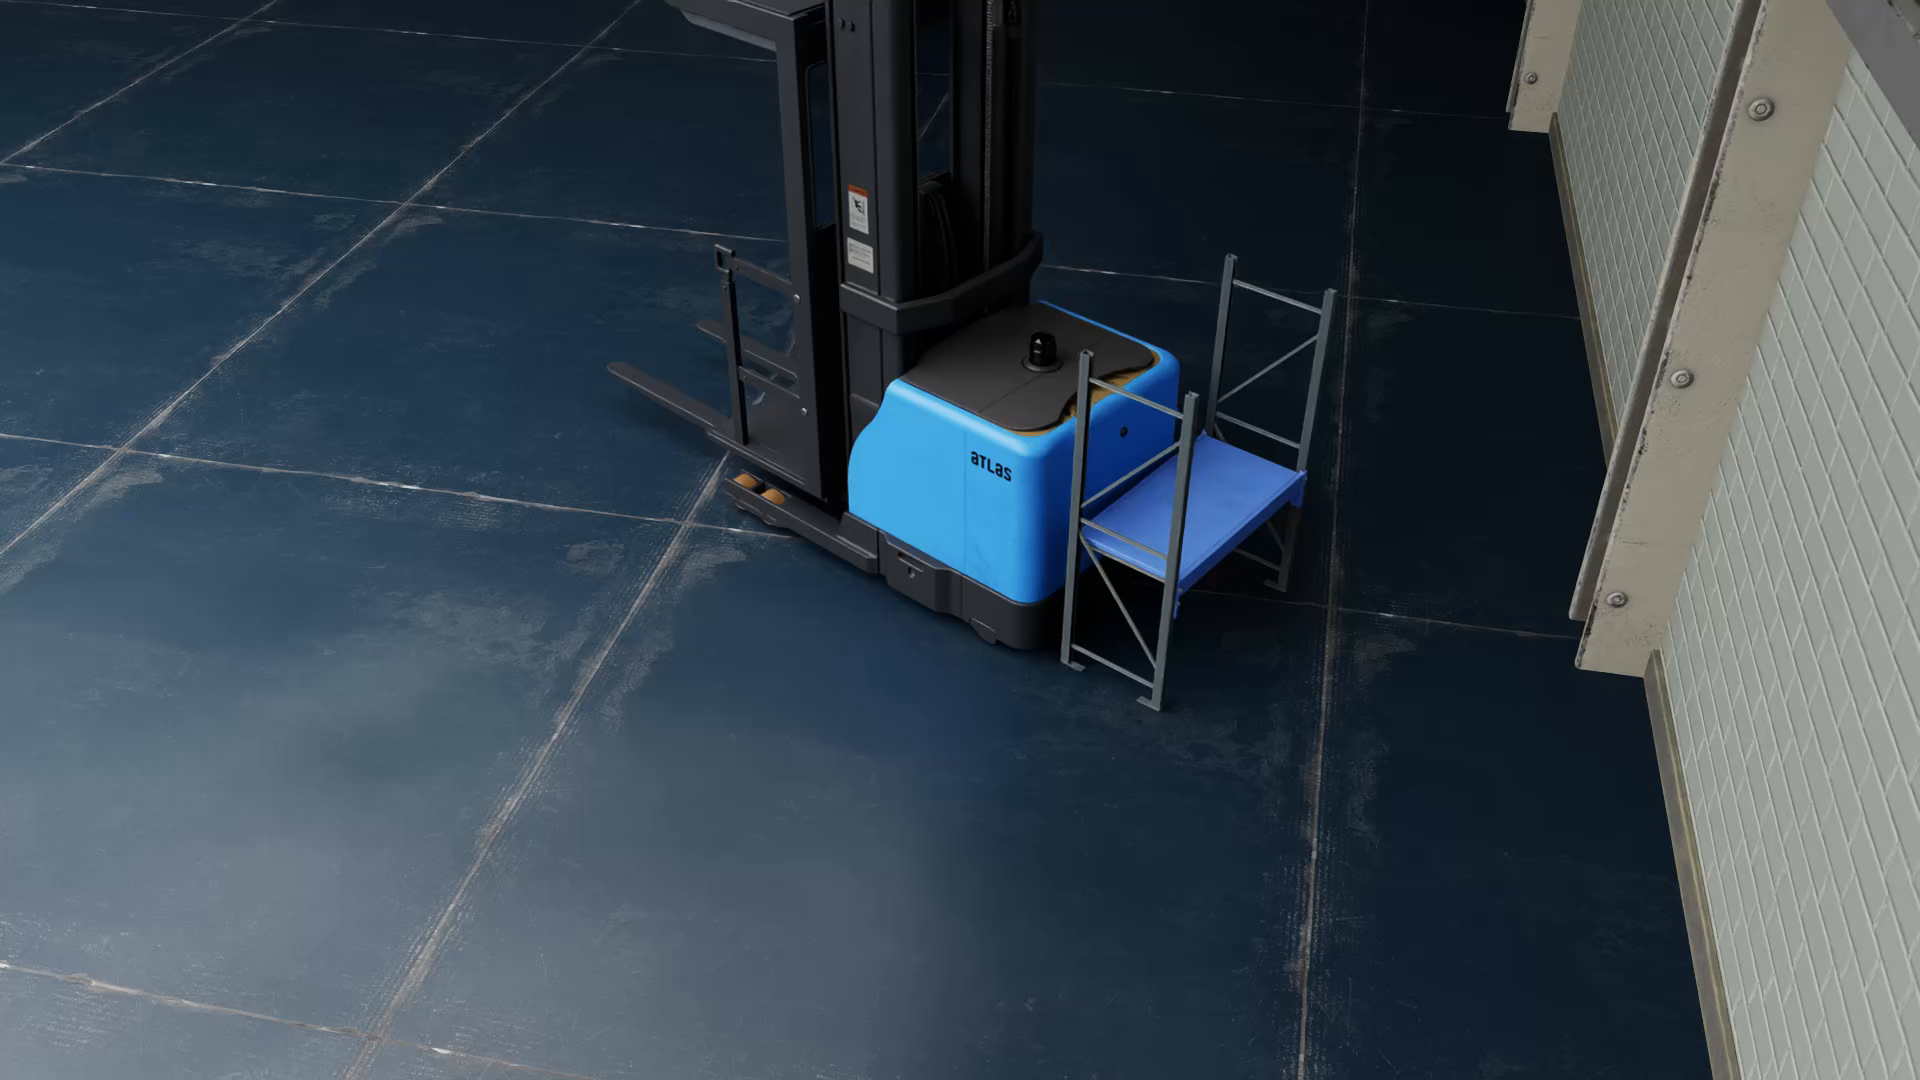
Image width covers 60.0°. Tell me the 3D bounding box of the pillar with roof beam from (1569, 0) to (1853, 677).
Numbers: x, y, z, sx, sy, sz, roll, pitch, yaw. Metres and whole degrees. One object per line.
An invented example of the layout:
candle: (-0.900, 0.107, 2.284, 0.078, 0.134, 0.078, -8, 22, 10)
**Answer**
pillar with roof beam: (-1.418, -3.737, 5.239, 9.100, 9.000, 0.400, 7, 37, 10)

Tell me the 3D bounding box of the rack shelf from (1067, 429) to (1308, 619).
rack shelf: (0.954, -0.089, 6.895, 0.538, 0.185, 1.000, 26, 43, 30)

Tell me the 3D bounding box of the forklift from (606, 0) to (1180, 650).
forklift: (-0.489, -1.462, 7.269, 3.031, 2.935, 1.130, 28, 44, 33)

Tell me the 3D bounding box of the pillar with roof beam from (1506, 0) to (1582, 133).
pillar with roof beam: (-0.137, -7.177, 9.985, 9.100, 9.000, 0.400, 7, 37, 10)

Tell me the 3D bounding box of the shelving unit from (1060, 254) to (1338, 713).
shelving unit: (0.957, -0.234, 6.788, 0.538, 1.500, 1.048, 26, 43, 30)

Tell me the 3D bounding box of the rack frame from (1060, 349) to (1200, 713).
rack frame: (0.638, -0.001, 6.467, 0.500, 1.500, 0.032, 26, 43, 30)

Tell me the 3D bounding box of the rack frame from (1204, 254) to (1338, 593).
rack frame: (1.275, -0.466, 7.108, 0.500, 1.500, 0.032, 26, 43, 30)
